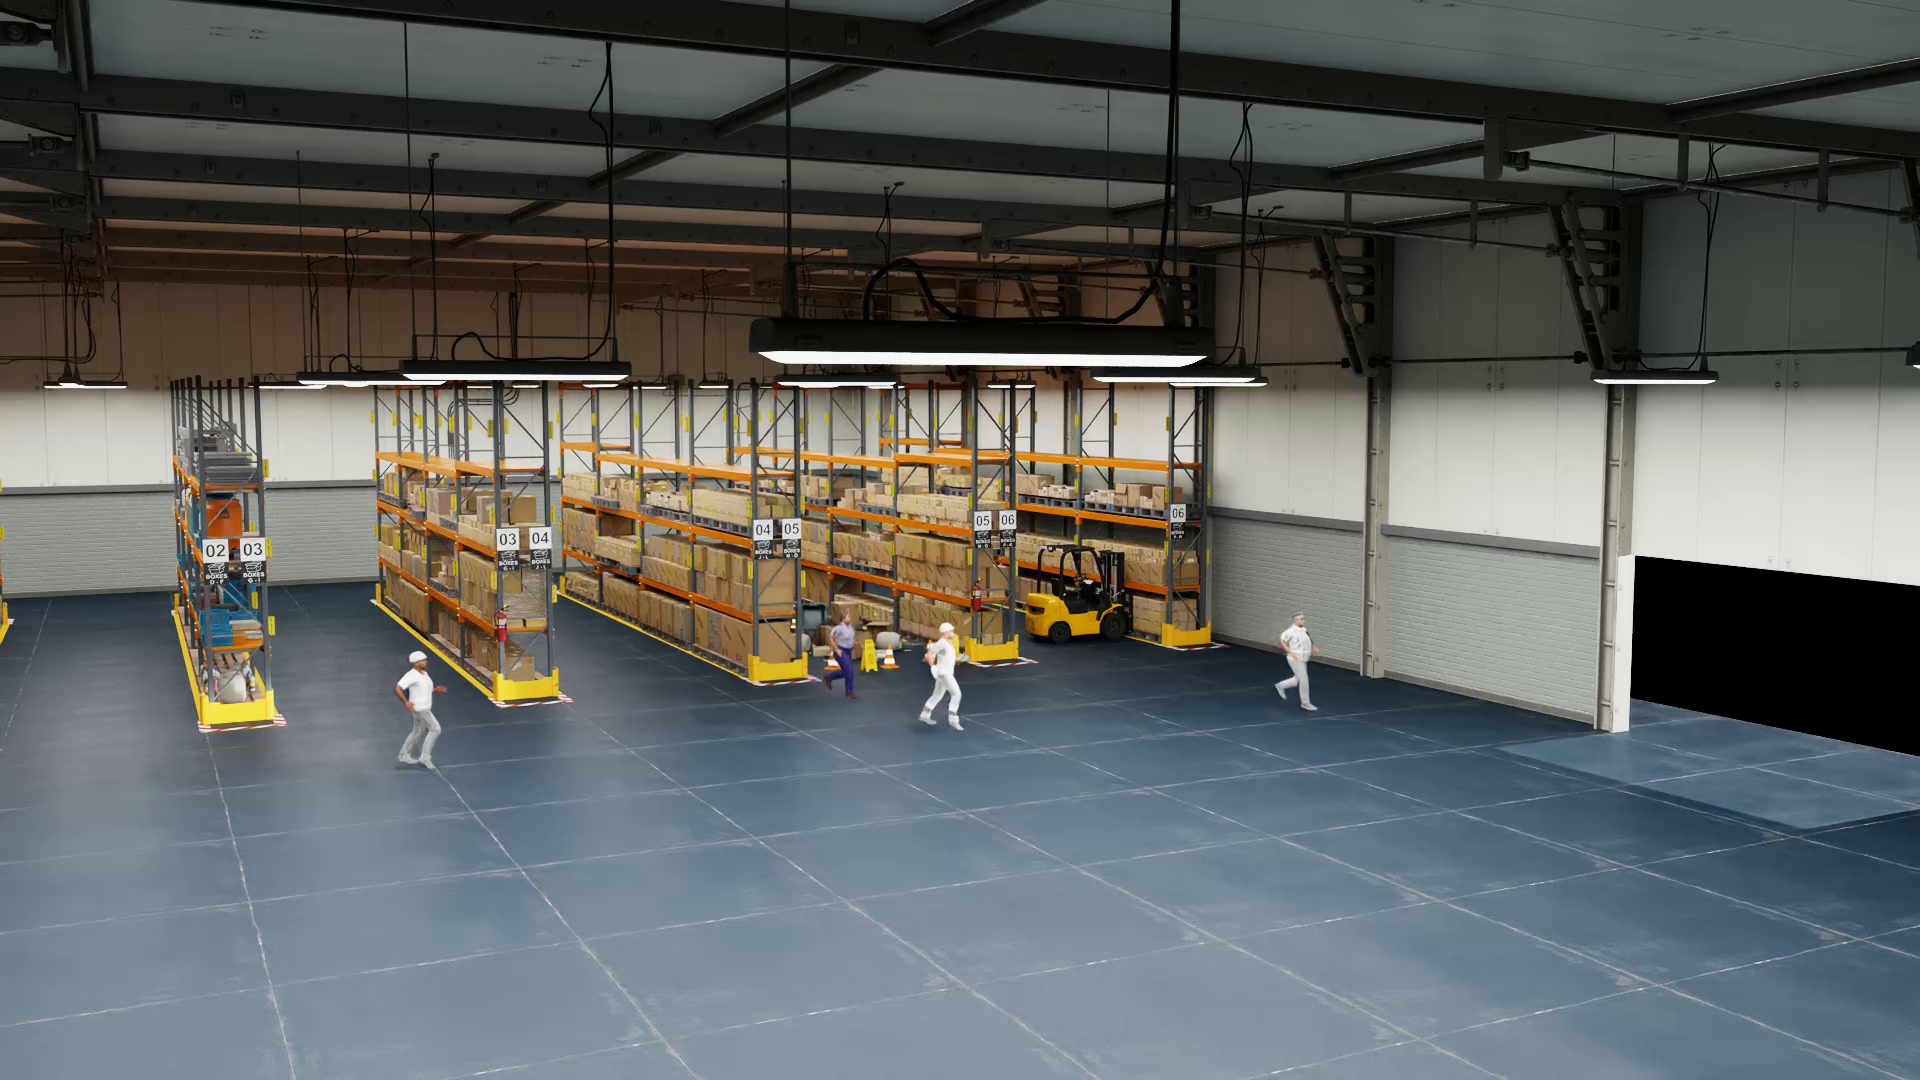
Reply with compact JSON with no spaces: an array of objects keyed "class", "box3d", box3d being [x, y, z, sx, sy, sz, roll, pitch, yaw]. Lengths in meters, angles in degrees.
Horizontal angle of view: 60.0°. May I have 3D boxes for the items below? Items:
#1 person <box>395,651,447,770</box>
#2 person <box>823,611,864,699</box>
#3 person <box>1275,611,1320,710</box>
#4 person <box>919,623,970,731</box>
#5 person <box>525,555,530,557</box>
[{"class":"person","box3d":[-8.197,2.600,25.304,0.750,1.820,0.676,-1,5,-7]},{"class":"person","box3d":[-2.240,2.145,31.277,0.814,1.625,0.588,2,6,26]},{"class":"person","box3d":[6.109,2.172,30.198,0.903,1.785,0.663,4,6,38]},{"class":"person","box3d":[-0.265,2.320,28.191,0.877,1.843,0.643,0,5,4]},{"class":"person","box3d":[-12.416,0.709,47.724,0.671,1.612,0.626,2,6,26]}]
